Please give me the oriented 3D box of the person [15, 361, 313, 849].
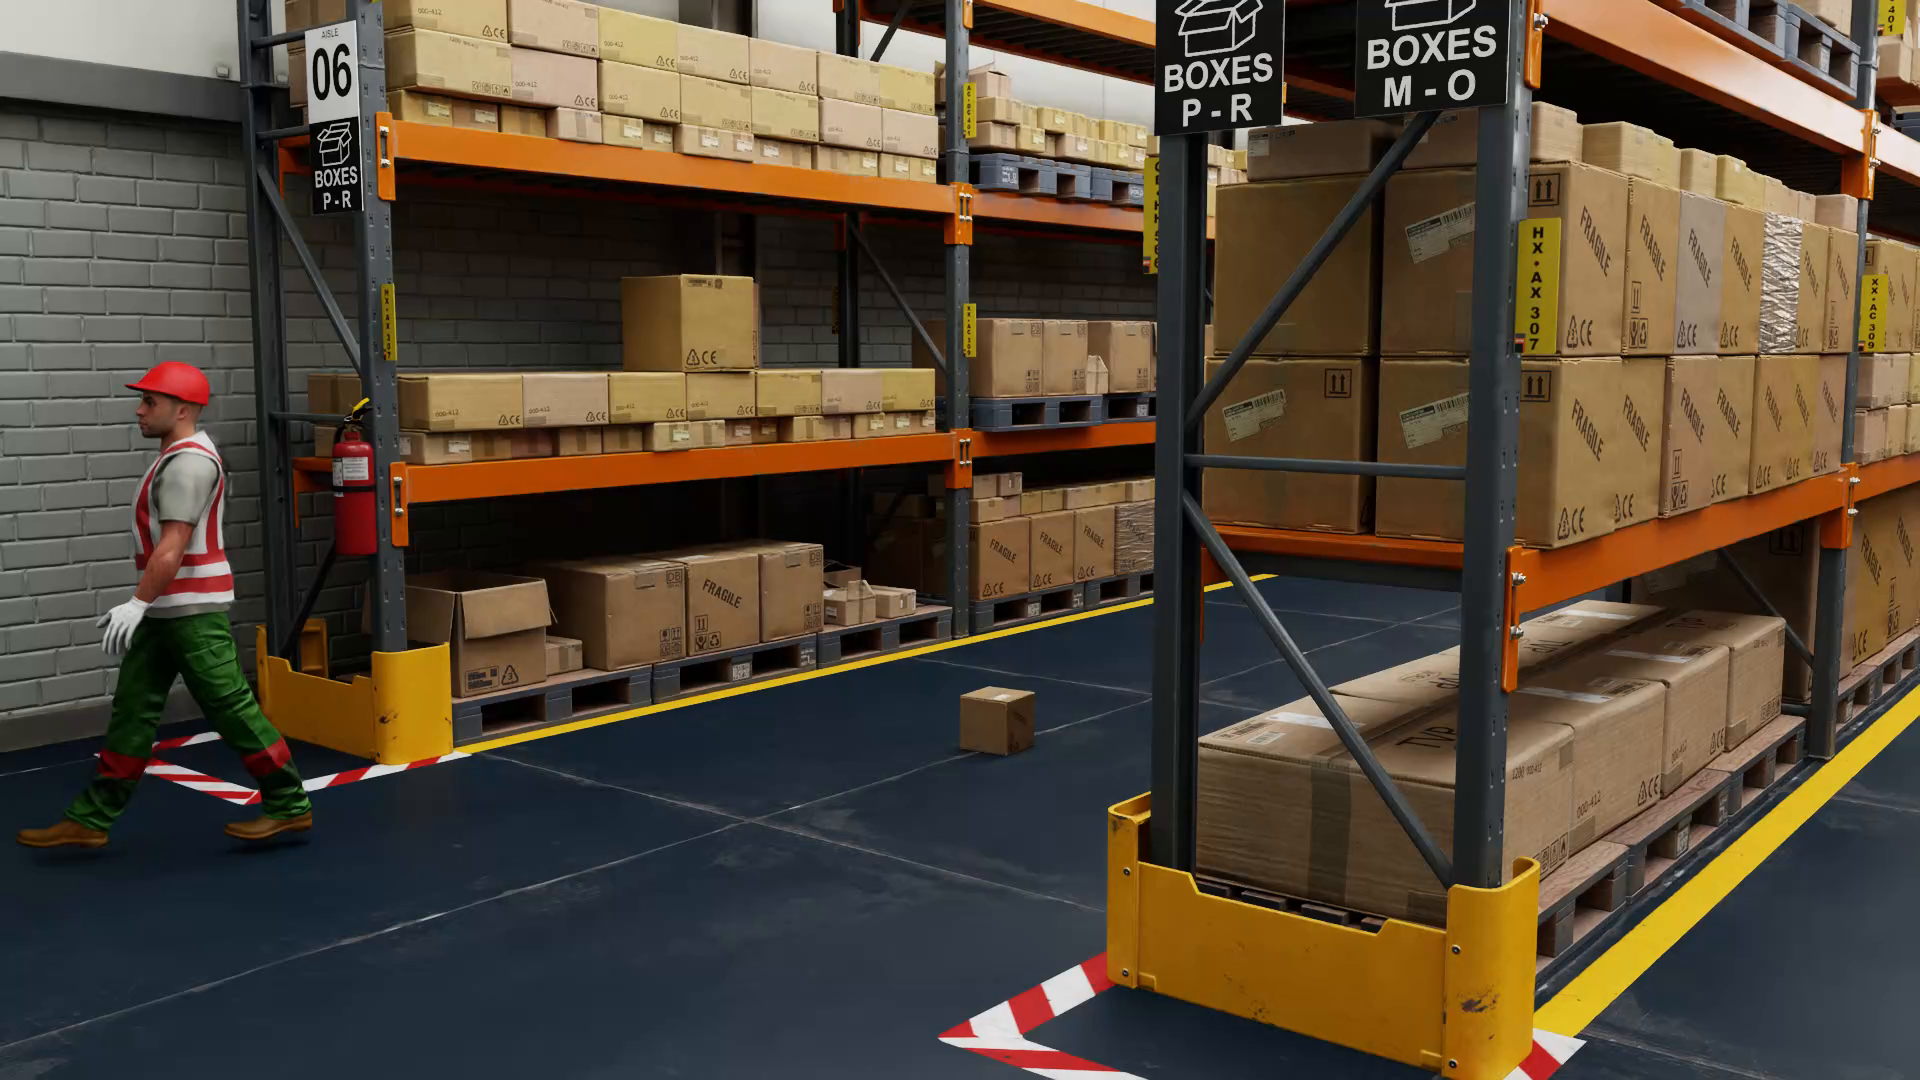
[{"bbox_3d":[-2.867,0.237,5.926,0.963,1.739,0.570,-4,8,-30],"label":"person"}]
